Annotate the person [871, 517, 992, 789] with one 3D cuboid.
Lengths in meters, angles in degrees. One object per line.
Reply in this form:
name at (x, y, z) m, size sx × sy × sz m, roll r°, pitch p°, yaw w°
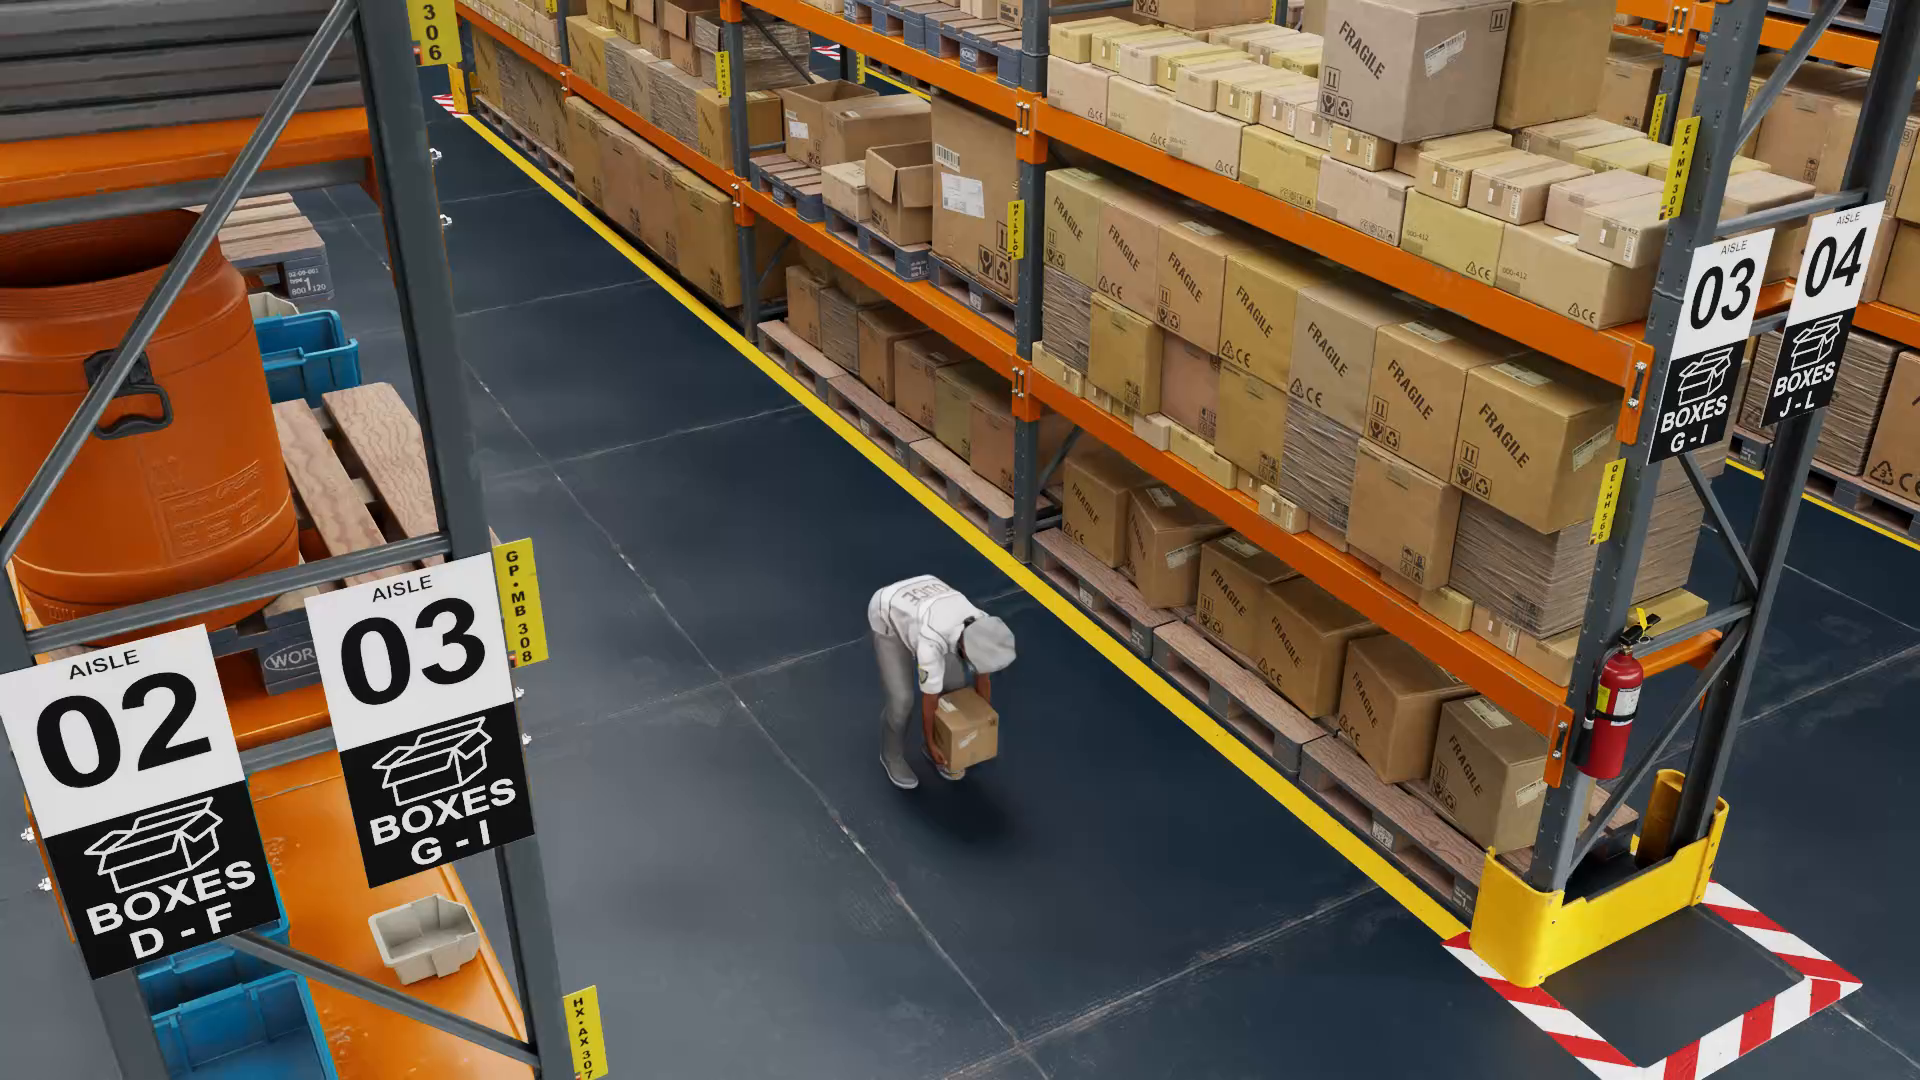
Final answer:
person at (-0.123, 0.522, 7.782) m, size 0.411 × 1.515 × 0.717 m, roll -17°, pitch 33°, yaw -27°
